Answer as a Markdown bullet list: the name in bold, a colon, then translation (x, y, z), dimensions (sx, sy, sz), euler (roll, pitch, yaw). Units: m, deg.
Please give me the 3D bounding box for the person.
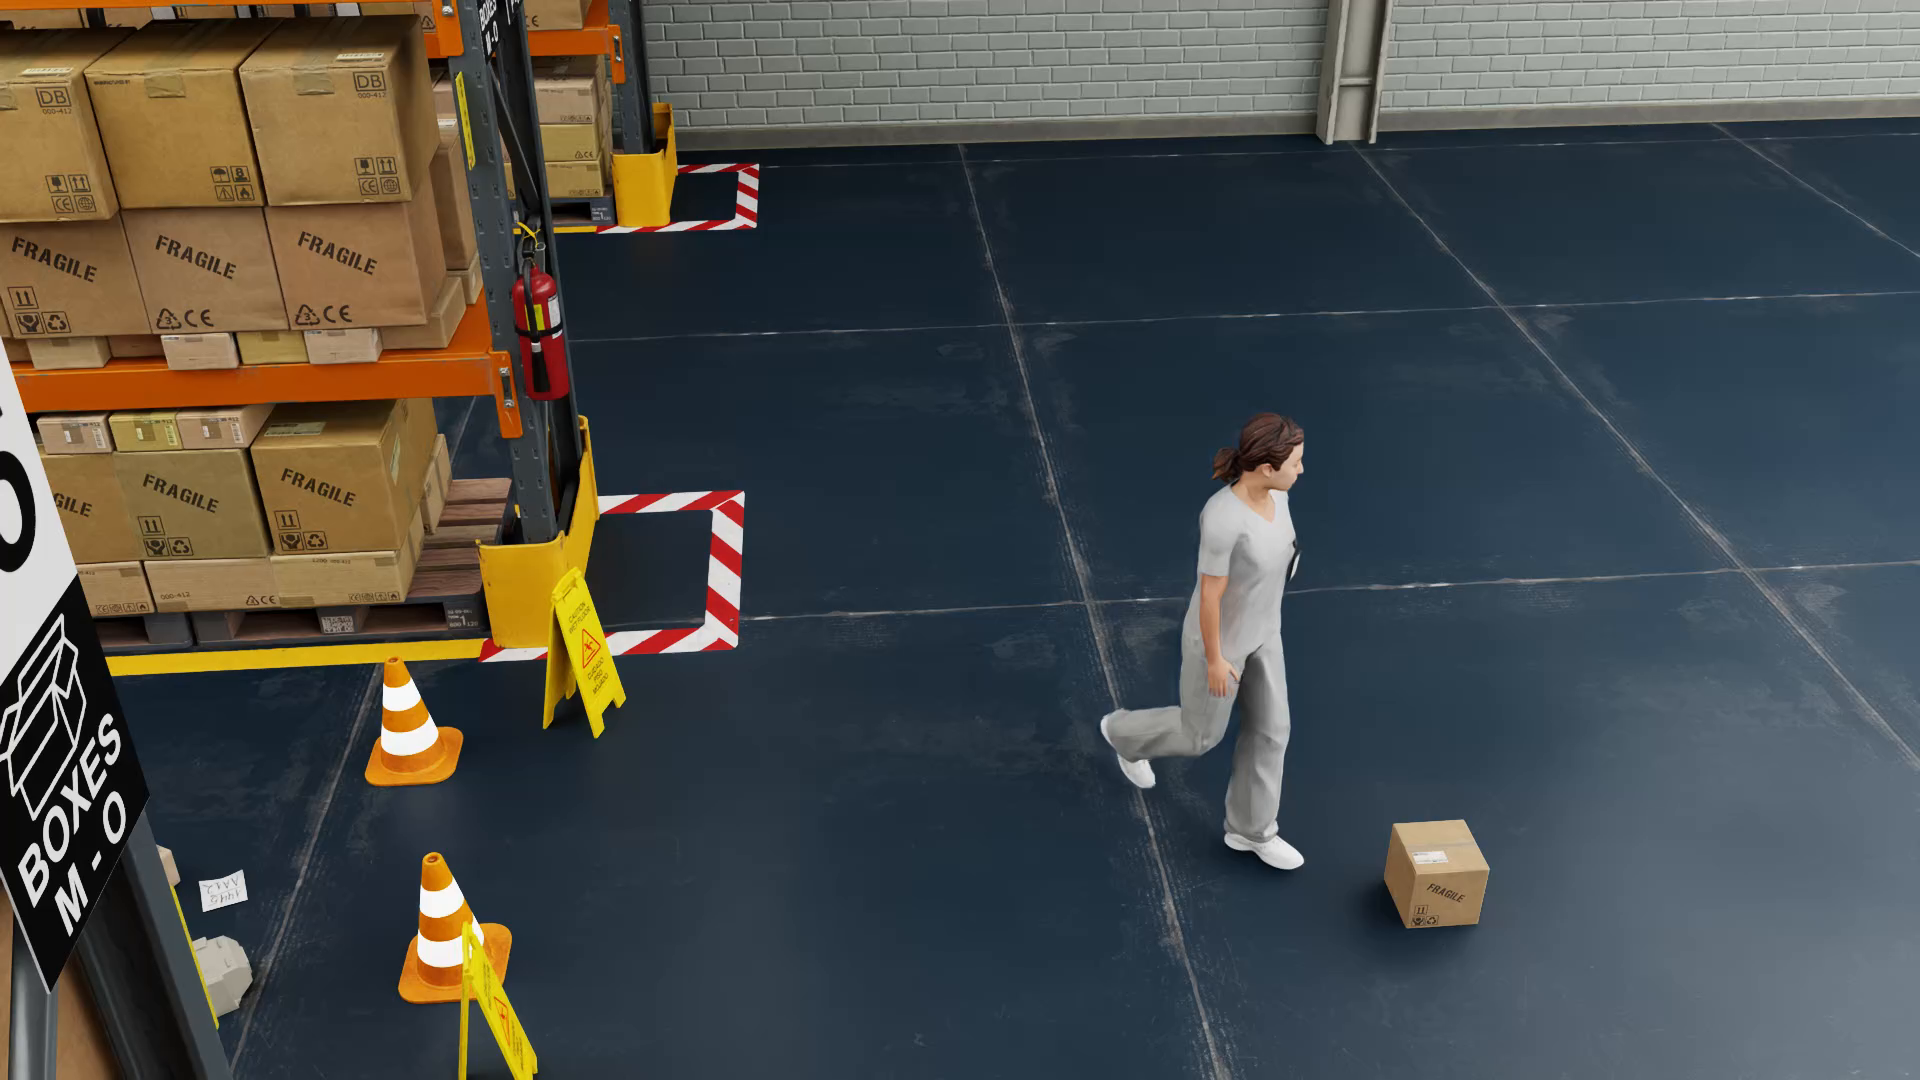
- **person**: translation (0.898, 0.298, 5.638), dimensions (0.451, 1.651, 0.858), euler (-26, 40, -36)
